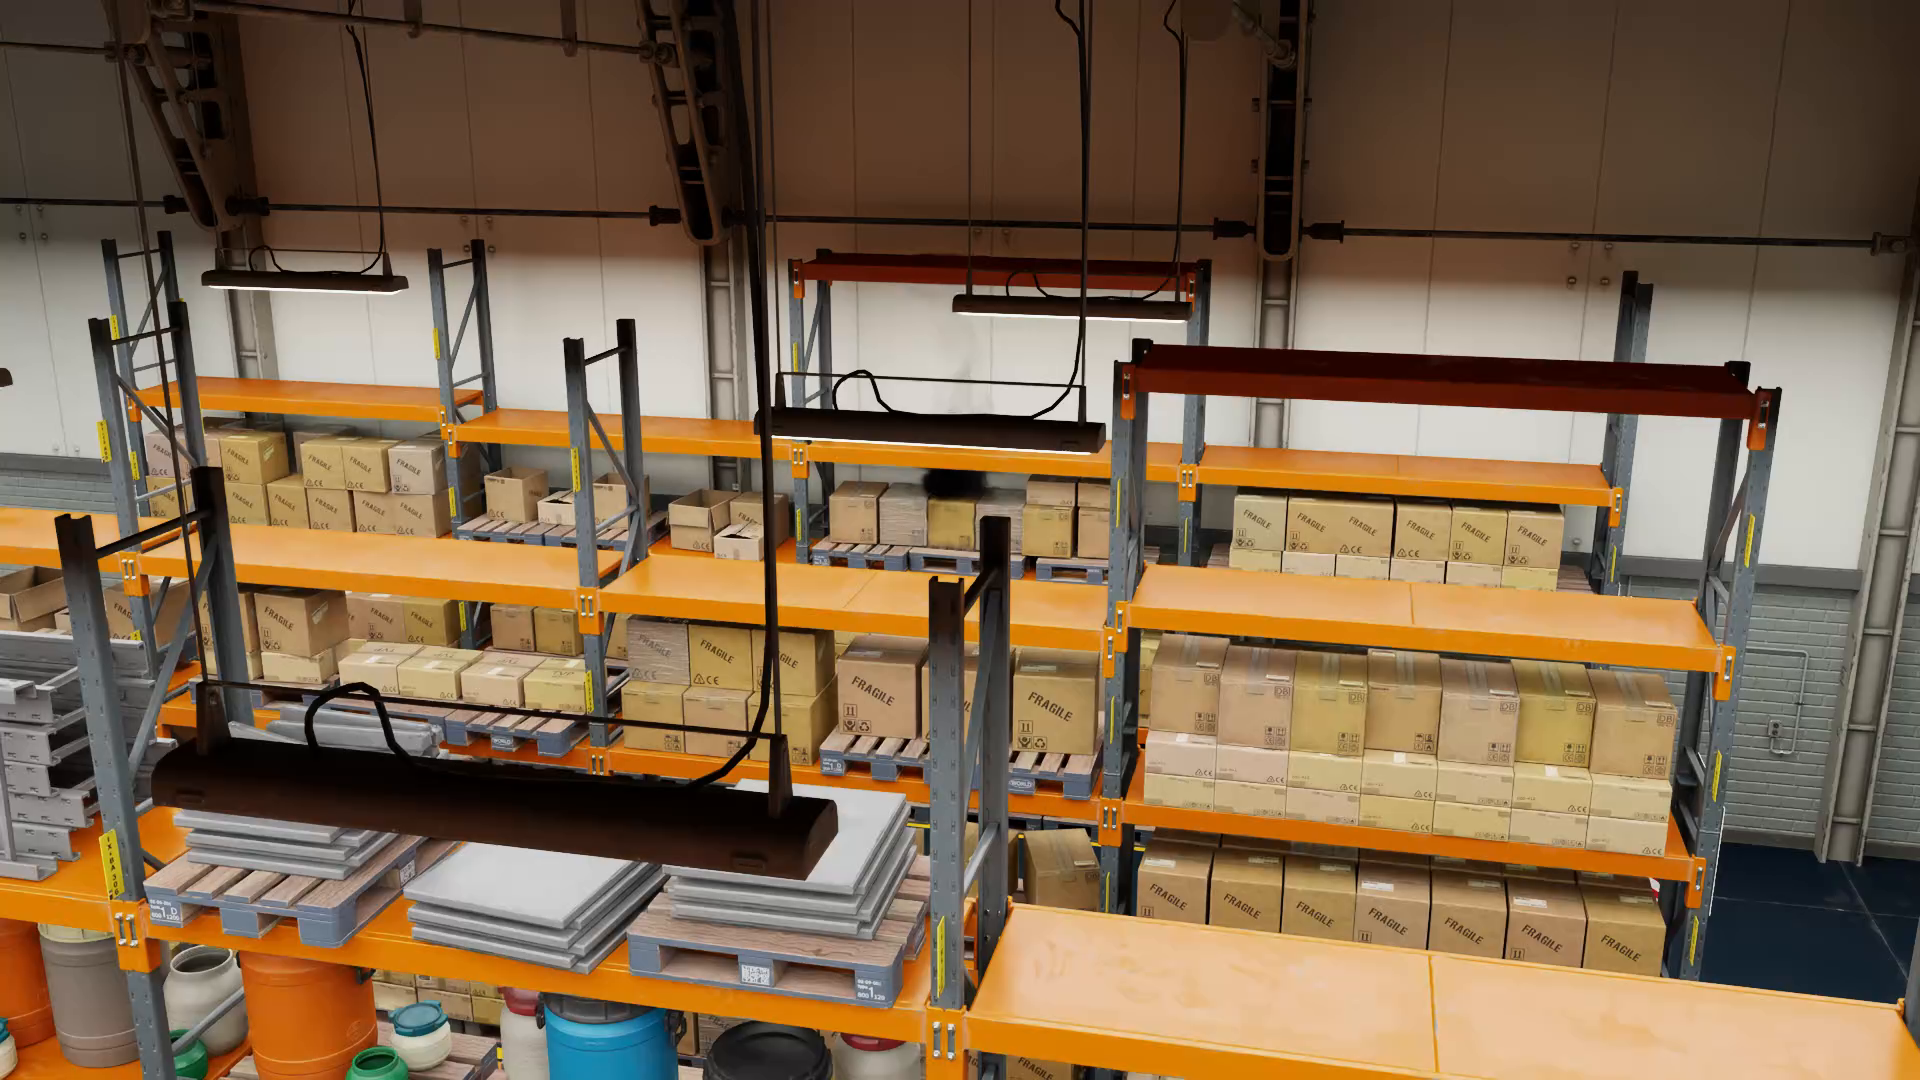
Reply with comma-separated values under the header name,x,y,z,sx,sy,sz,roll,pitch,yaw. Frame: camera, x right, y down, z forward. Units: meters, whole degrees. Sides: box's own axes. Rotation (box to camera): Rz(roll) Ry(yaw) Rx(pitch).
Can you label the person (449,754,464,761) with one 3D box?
name,x,y,z,sx,sy,sz,roll,pitch,yaw
person,-5.134,2.331,16.367,0.399,0.591,0.506,2,16,7
